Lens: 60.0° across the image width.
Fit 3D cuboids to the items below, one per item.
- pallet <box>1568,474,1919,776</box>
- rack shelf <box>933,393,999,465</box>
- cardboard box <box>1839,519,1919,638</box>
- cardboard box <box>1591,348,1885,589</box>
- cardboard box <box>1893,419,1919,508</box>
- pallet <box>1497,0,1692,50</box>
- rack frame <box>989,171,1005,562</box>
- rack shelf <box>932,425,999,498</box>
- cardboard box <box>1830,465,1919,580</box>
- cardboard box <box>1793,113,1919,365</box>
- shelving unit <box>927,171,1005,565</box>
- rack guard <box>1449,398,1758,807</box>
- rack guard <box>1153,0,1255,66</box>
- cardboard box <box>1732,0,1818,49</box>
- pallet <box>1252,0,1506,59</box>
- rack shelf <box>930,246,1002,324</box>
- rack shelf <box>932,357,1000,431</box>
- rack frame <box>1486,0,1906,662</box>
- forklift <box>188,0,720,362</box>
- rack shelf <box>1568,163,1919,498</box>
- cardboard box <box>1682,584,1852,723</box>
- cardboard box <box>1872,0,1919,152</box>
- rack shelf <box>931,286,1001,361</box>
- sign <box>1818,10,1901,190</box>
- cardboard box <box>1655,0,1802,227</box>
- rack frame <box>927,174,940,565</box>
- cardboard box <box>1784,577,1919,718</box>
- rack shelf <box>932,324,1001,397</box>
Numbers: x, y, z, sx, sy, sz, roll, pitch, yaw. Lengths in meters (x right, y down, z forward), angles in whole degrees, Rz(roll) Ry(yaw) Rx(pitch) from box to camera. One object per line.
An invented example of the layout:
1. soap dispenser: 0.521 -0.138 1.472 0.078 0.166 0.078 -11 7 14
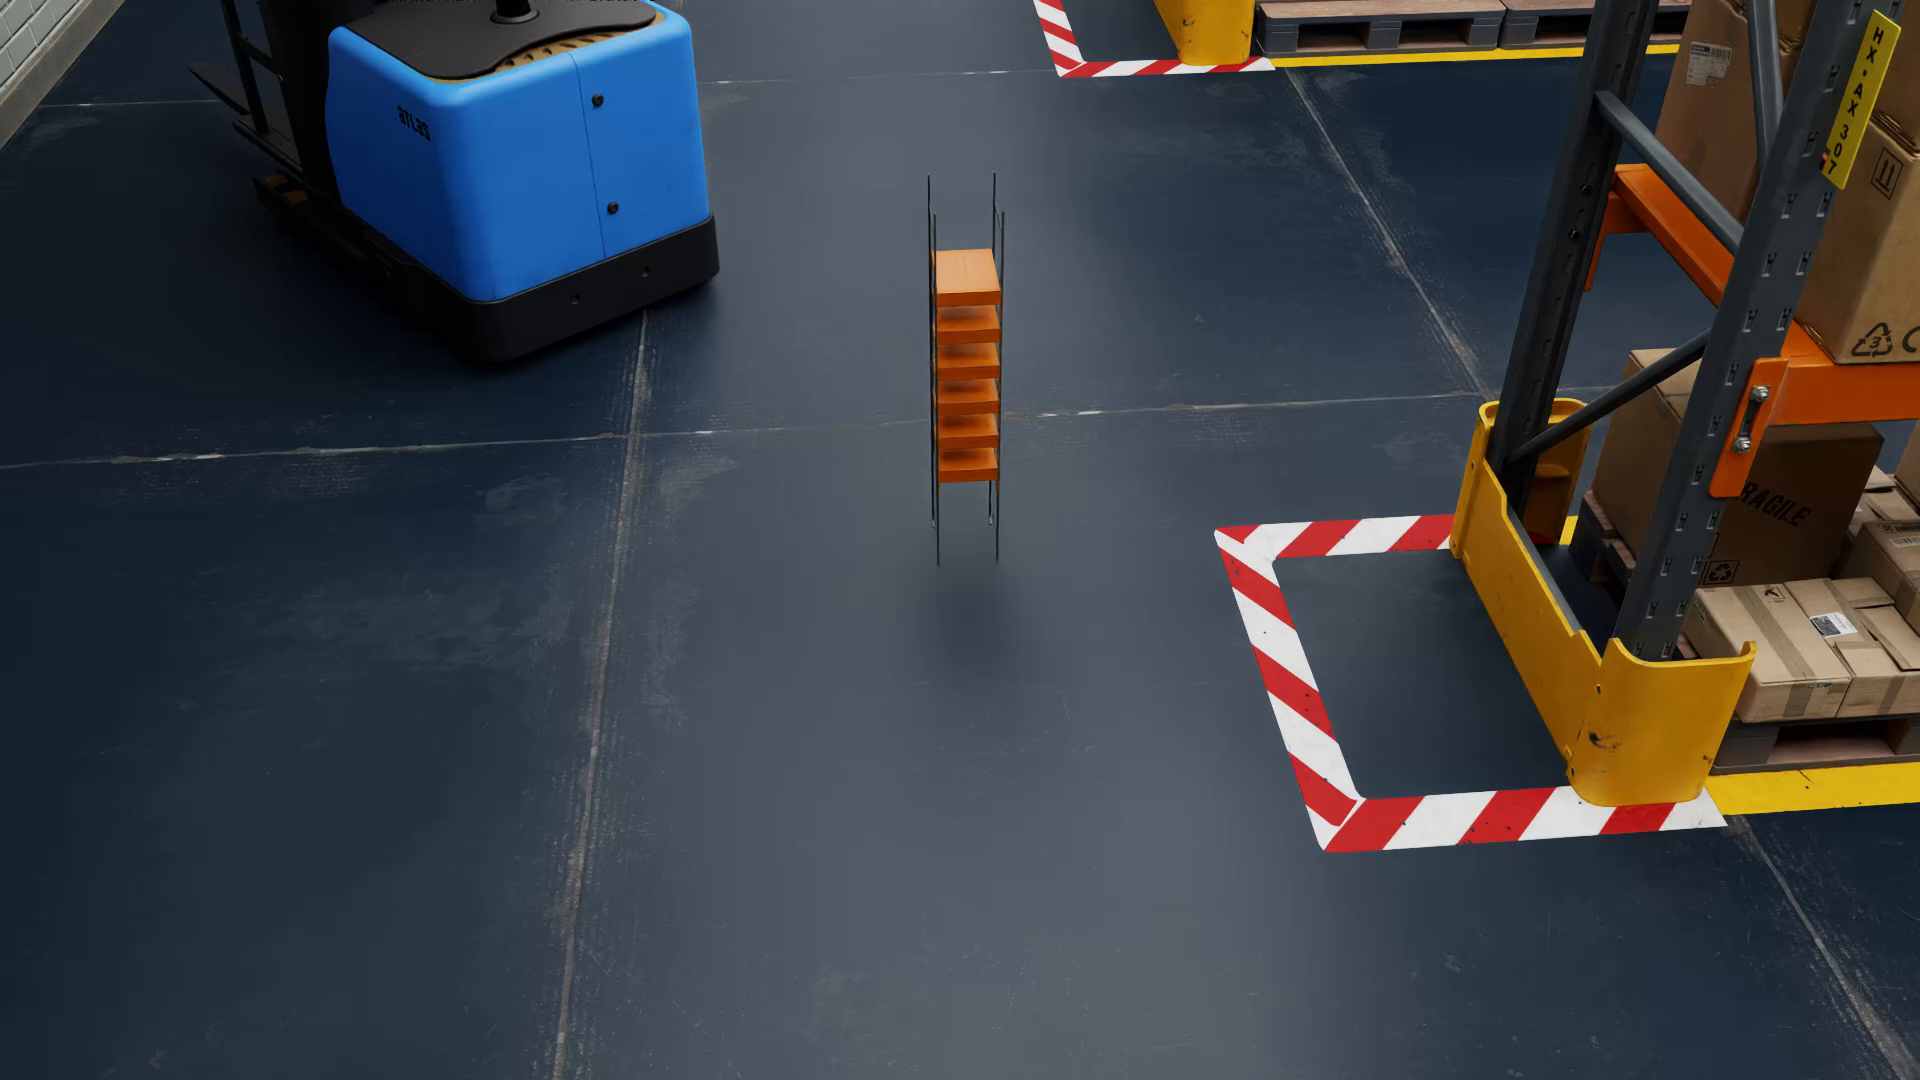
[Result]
1. pallet: 2.548 0.207 4.818 1.213 0.211 1.003 -3 38 -4
2. rack shelf: 0.014 -0.343 4.981 0.180 0.103 0.258 -3 38 -4
3. cardboard box: 2.743 0.185 4.459 0.500 0.250 0.500 -3 38 -4
4. cardboard box: 2.198 -0.213 4.761 0.500 0.500 0.500 -3 38 -4
5. cardboard box: 3.147 -0.148 4.881 0.500 0.250 0.500 -3 38 -4
6. pallet: 3.281 -2.887 8.739 1.213 0.211 1.003 -3 38 -4
7. rack frame: 0.106 -0.477 4.886 0.006 1.200 0.240 -3 38 -4
8. rack shelf: 0.014 -0.249 5.056 0.180 0.103 0.258 -3 38 -4
9. cardboard box: 2.609 -0.048 4.822 0.250 0.166 0.380 -3 38 -4
10. cardboard box: 2.144 -0.740 3.686 0.500 0.500 0.500 -2 38 -3
11. shelving unit: 0.014 -0.472 4.879 0.189 1.200 0.258 -3 38 -4
12. rack guard: 1.754 0.138 4.672 0.348 0.500 1.175 -3 38 -4
13. rack guard: 1.221 -2.905 8.528 0.348 0.500 1.175 -3 38 -4
14. cardboard box: 2.097 -1.465 3.798 0.500 0.500 0.500 -3 38 -4
15. pallet: 2.068 -2.822 8.657 1.213 0.211 1.003 -3 38 -4
16. rack shelf: 0.014 -0.720 4.684 0.180 0.103 0.258 -3 38 -4
17. rack shelf: 0.014 -0.437 4.907 0.180 0.103 0.258 -3 38 -4
18. rack frame: 1.678 -0.839 3.892 0.127 3.000 1.000 -3 38 -4
19. forklift: -2.296 -2.615 6.198 1.130 2.935 3.031 -29 47 -32
20. rack shelf: 3.670 -0.667 4.254 4.000 0.370 1.077 -3 38 -4
21. cardboard box: 2.126 0.296 4.400 0.250 0.149 0.380 -3 38 -4
22. cardboard box: 2.144 -1.133 3.376 0.500 0.500 0.500 -2 38 -3
23. rack shelf: 0.014 -0.625 4.758 0.180 0.103 0.258 -3 38 -4
24. sign: 1.727 -0.845 3.200 0.005 0.325 0.100 -3 38 -4
25. cardboard box: 2.100 -1.071 4.105 0.500 0.500 0.500 -2 38 -3
26. rack frame: -0.077 -0.467 4.873 0.006 1.200 0.240 -3 38 -4
27. cardboard box: 2.375 0.275 4.411 0.250 0.166 0.380 -3 38 -4
28. rack shelf: 0.014 -0.531 4.833 0.180 0.103 0.258 -3 38 -4
